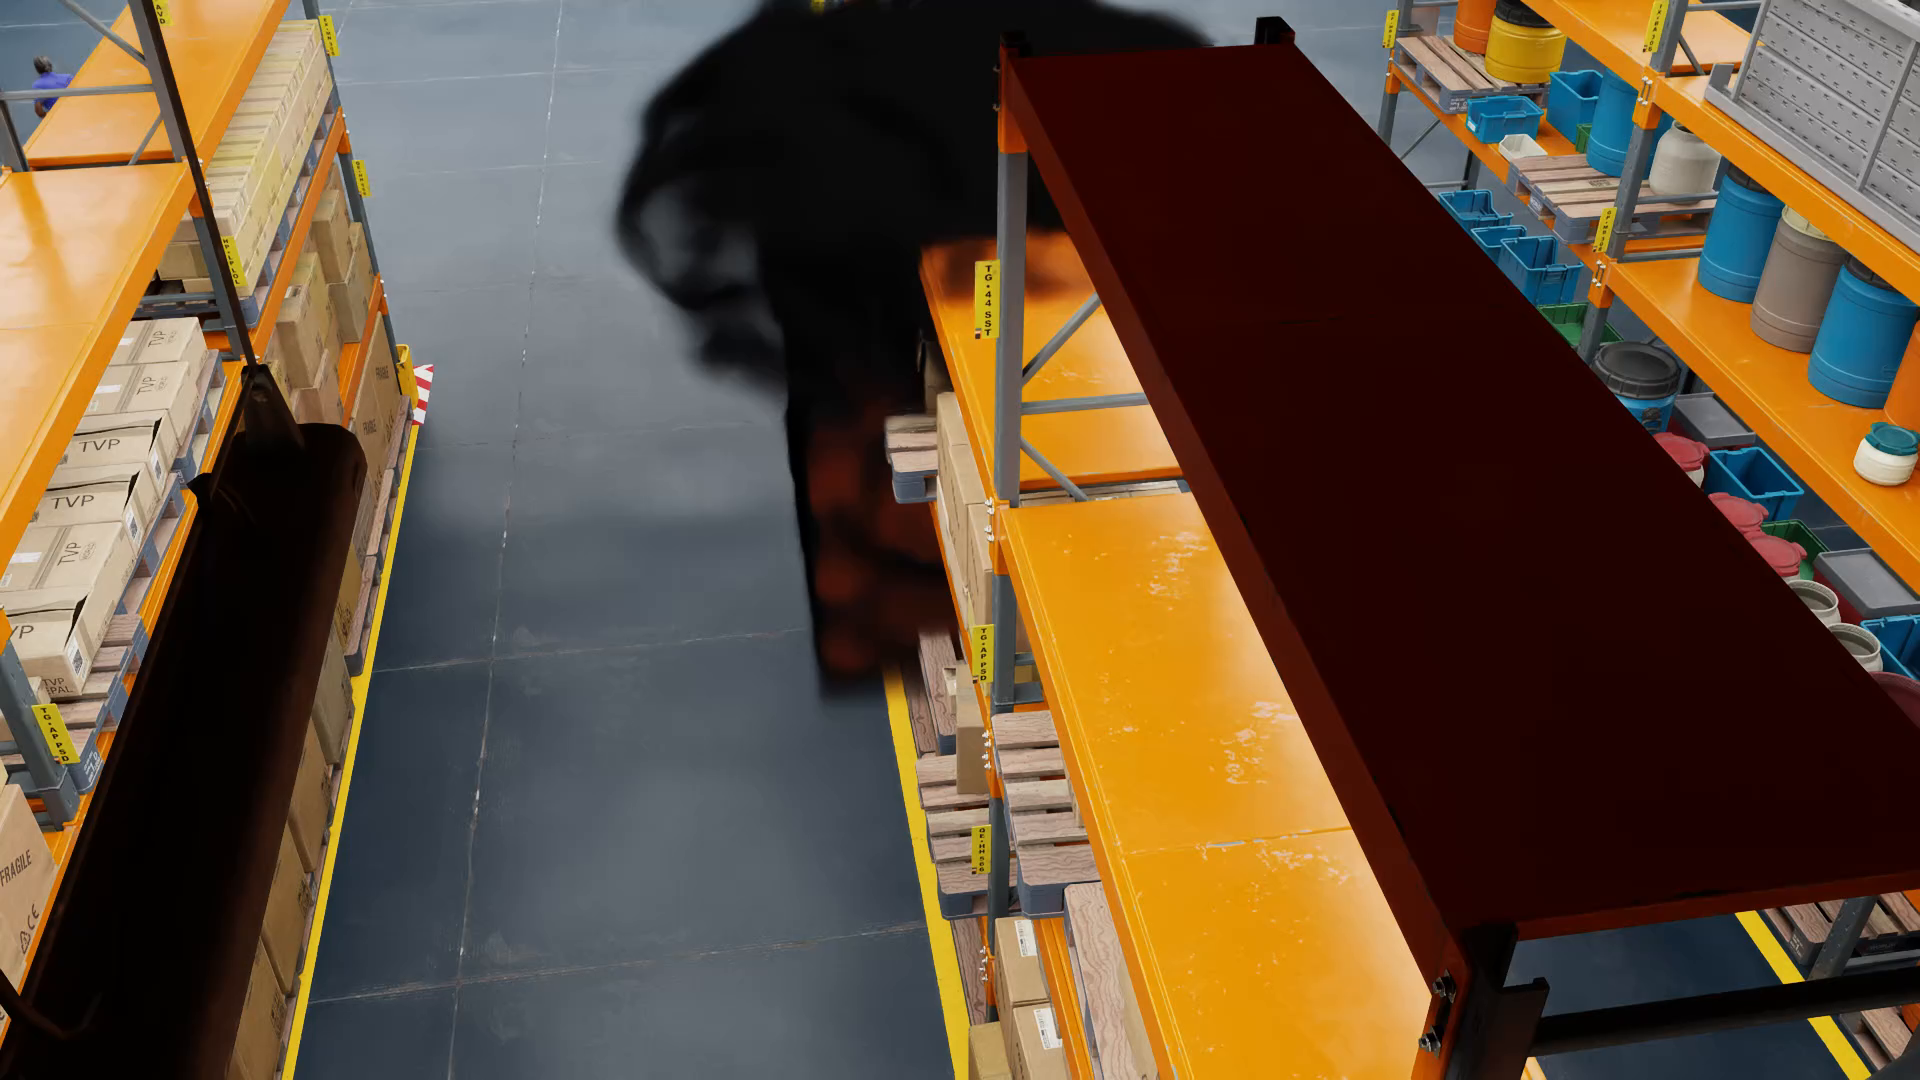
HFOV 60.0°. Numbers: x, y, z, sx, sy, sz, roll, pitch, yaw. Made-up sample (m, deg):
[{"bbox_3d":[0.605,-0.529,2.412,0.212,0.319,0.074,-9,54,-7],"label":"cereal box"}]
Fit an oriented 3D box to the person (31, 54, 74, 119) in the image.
[{"bbox_3d":[-9.712,-4.468,18.246,0.844,1.609,0.575,25,43,30],"label":"person"}]
